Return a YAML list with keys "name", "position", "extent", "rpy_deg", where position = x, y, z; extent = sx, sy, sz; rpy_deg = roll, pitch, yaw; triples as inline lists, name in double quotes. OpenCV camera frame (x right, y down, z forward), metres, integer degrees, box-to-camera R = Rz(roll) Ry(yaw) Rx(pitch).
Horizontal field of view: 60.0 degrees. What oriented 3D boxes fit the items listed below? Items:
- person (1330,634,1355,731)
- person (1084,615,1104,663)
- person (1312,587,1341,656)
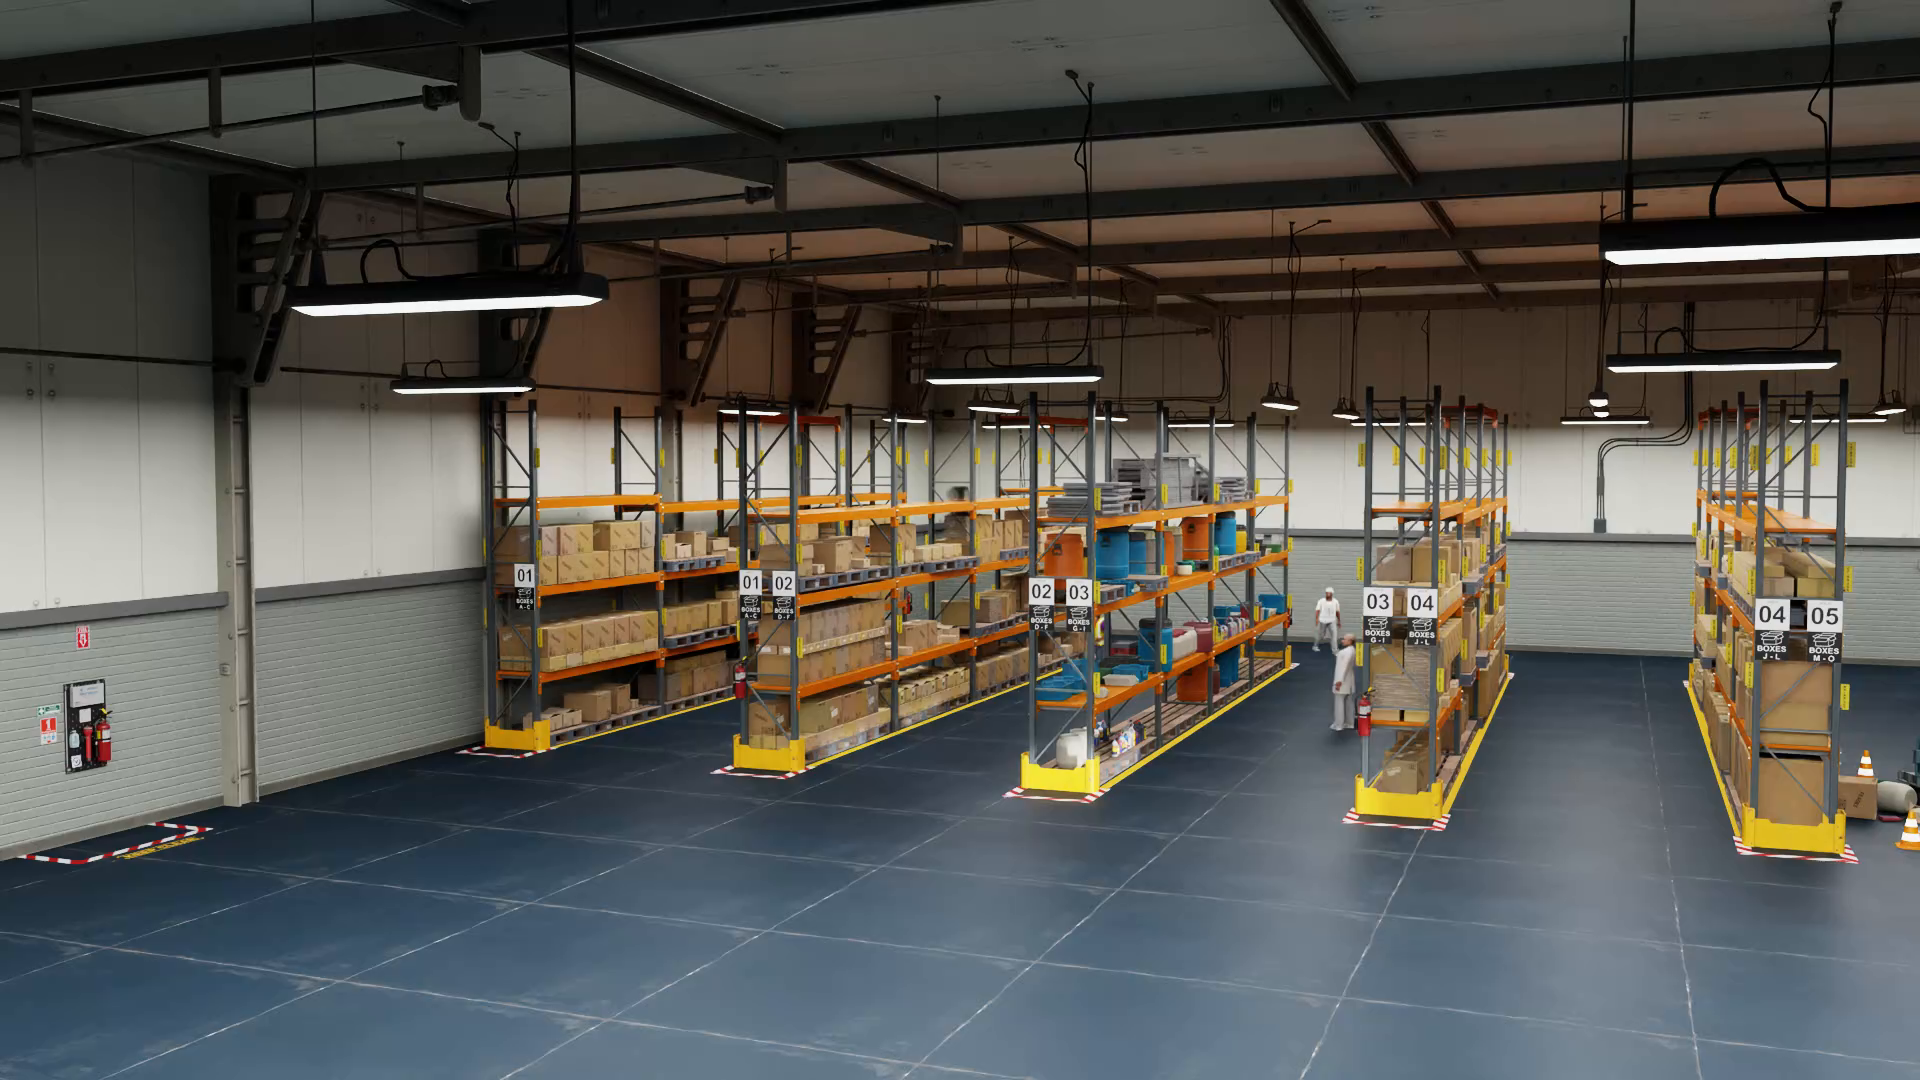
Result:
- name: "person"
  position: [7.062, 2.609, 30.615]
  extent: [0.465, 1.784, 0.599]
  rpy_deg: [2, 4, 40]
- name: "person"
  position: [2.995, 2.332, 36.893]
  extent: [0.638, 1.746, 0.994]
  rpy_deg: [1, 3, 23]
- name: "person"
  position: [9.361, 2.069, 42.222]
  extent: [0.741, 1.731, 1.037]
  rpy_deg: [-1, 3, -18]
